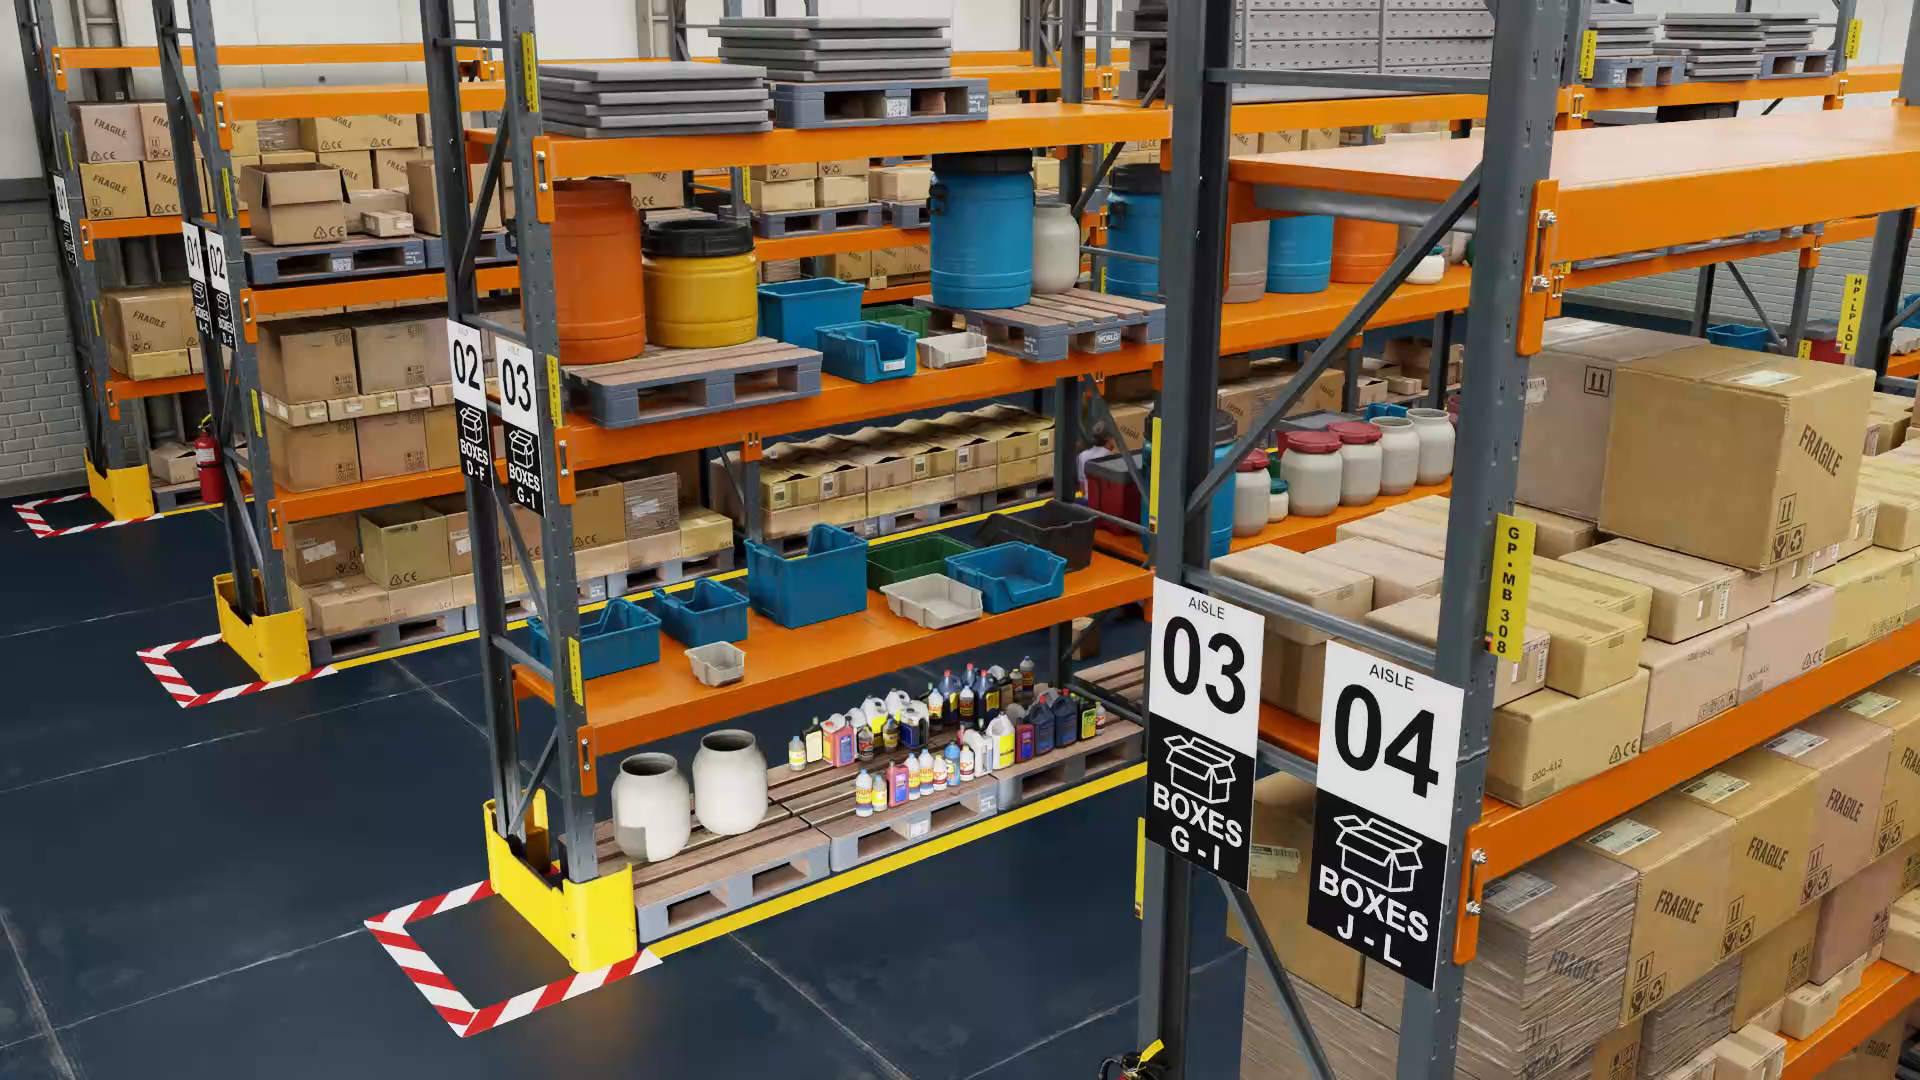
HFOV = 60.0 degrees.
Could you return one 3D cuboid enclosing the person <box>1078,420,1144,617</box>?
[{"bbox_3d":[1.077,-0.141,13.035,0.971,1.589,0.477,-13,22,-35],"label":"person"}]
